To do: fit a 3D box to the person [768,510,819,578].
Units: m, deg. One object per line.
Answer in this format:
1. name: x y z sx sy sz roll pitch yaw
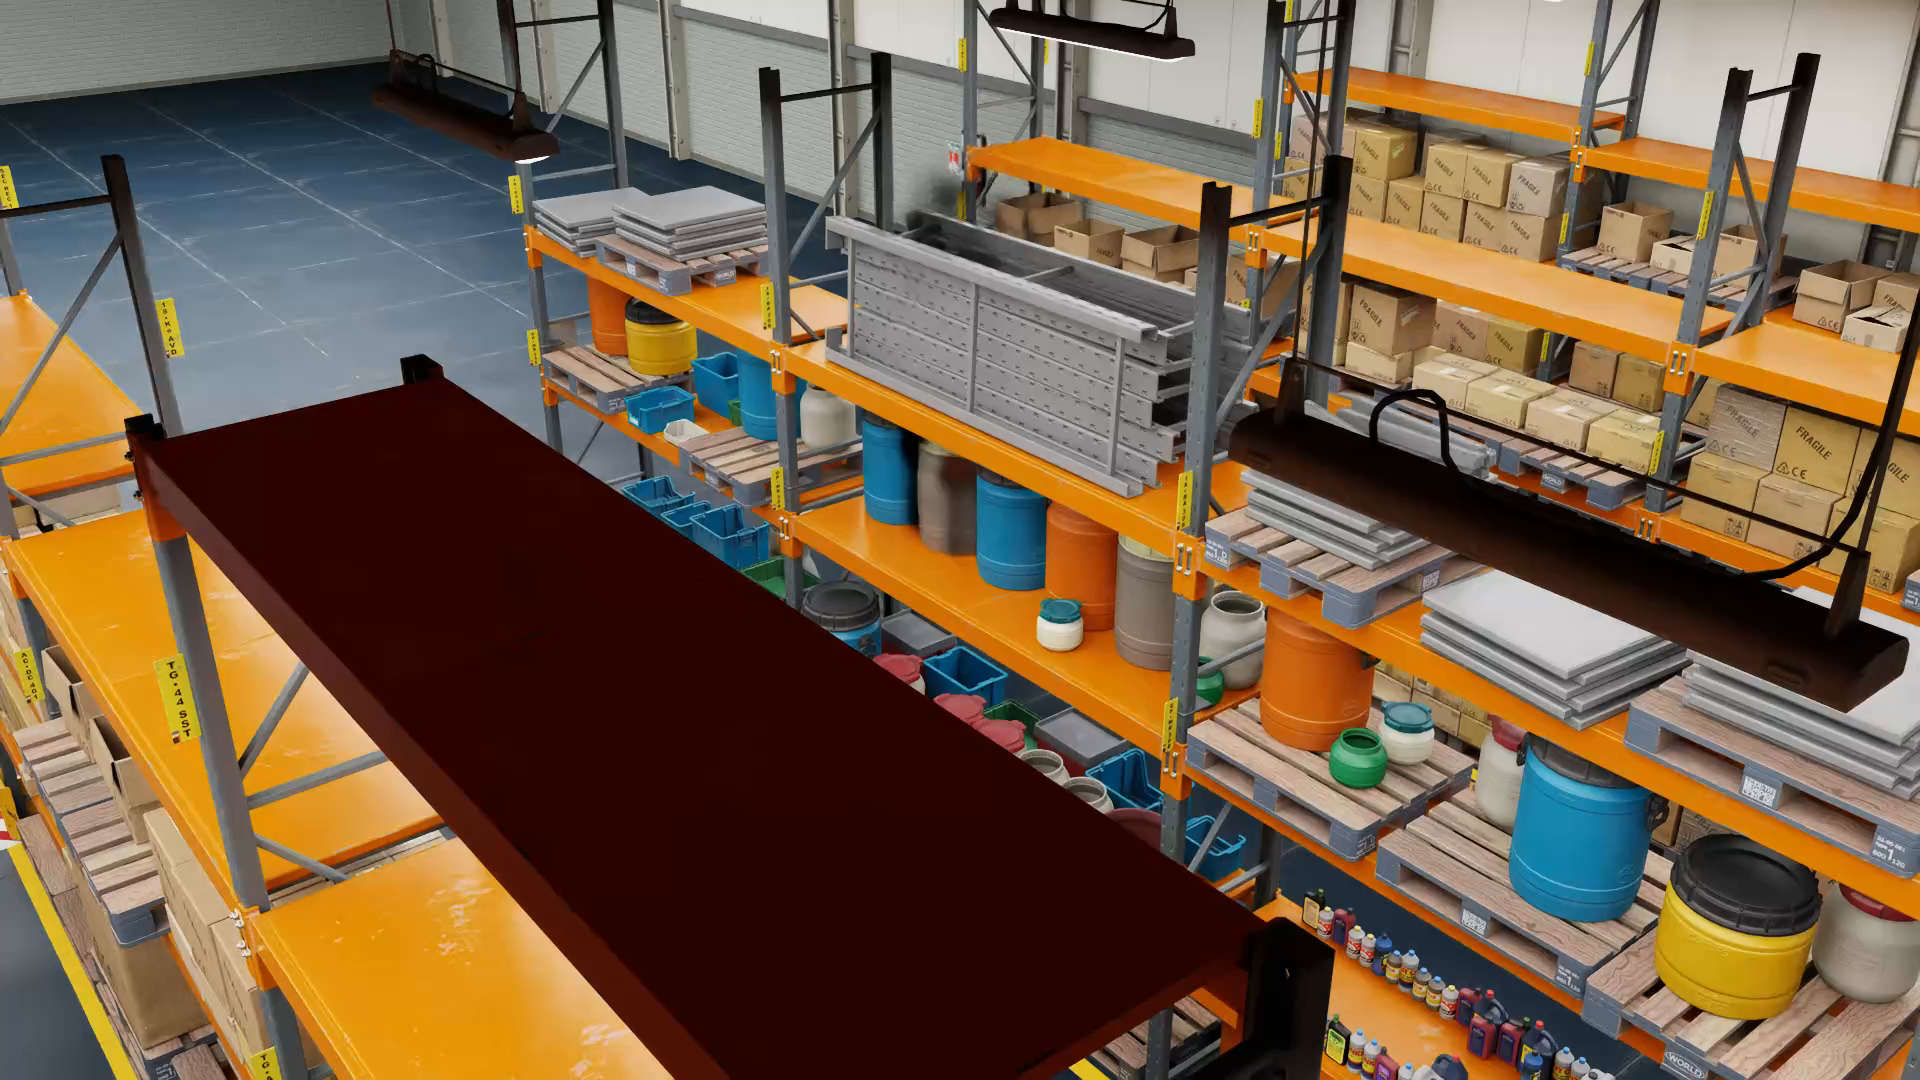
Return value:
1. person: -1.679 -0.108 16.609 0.691 1.715 0.587 20 32 35
